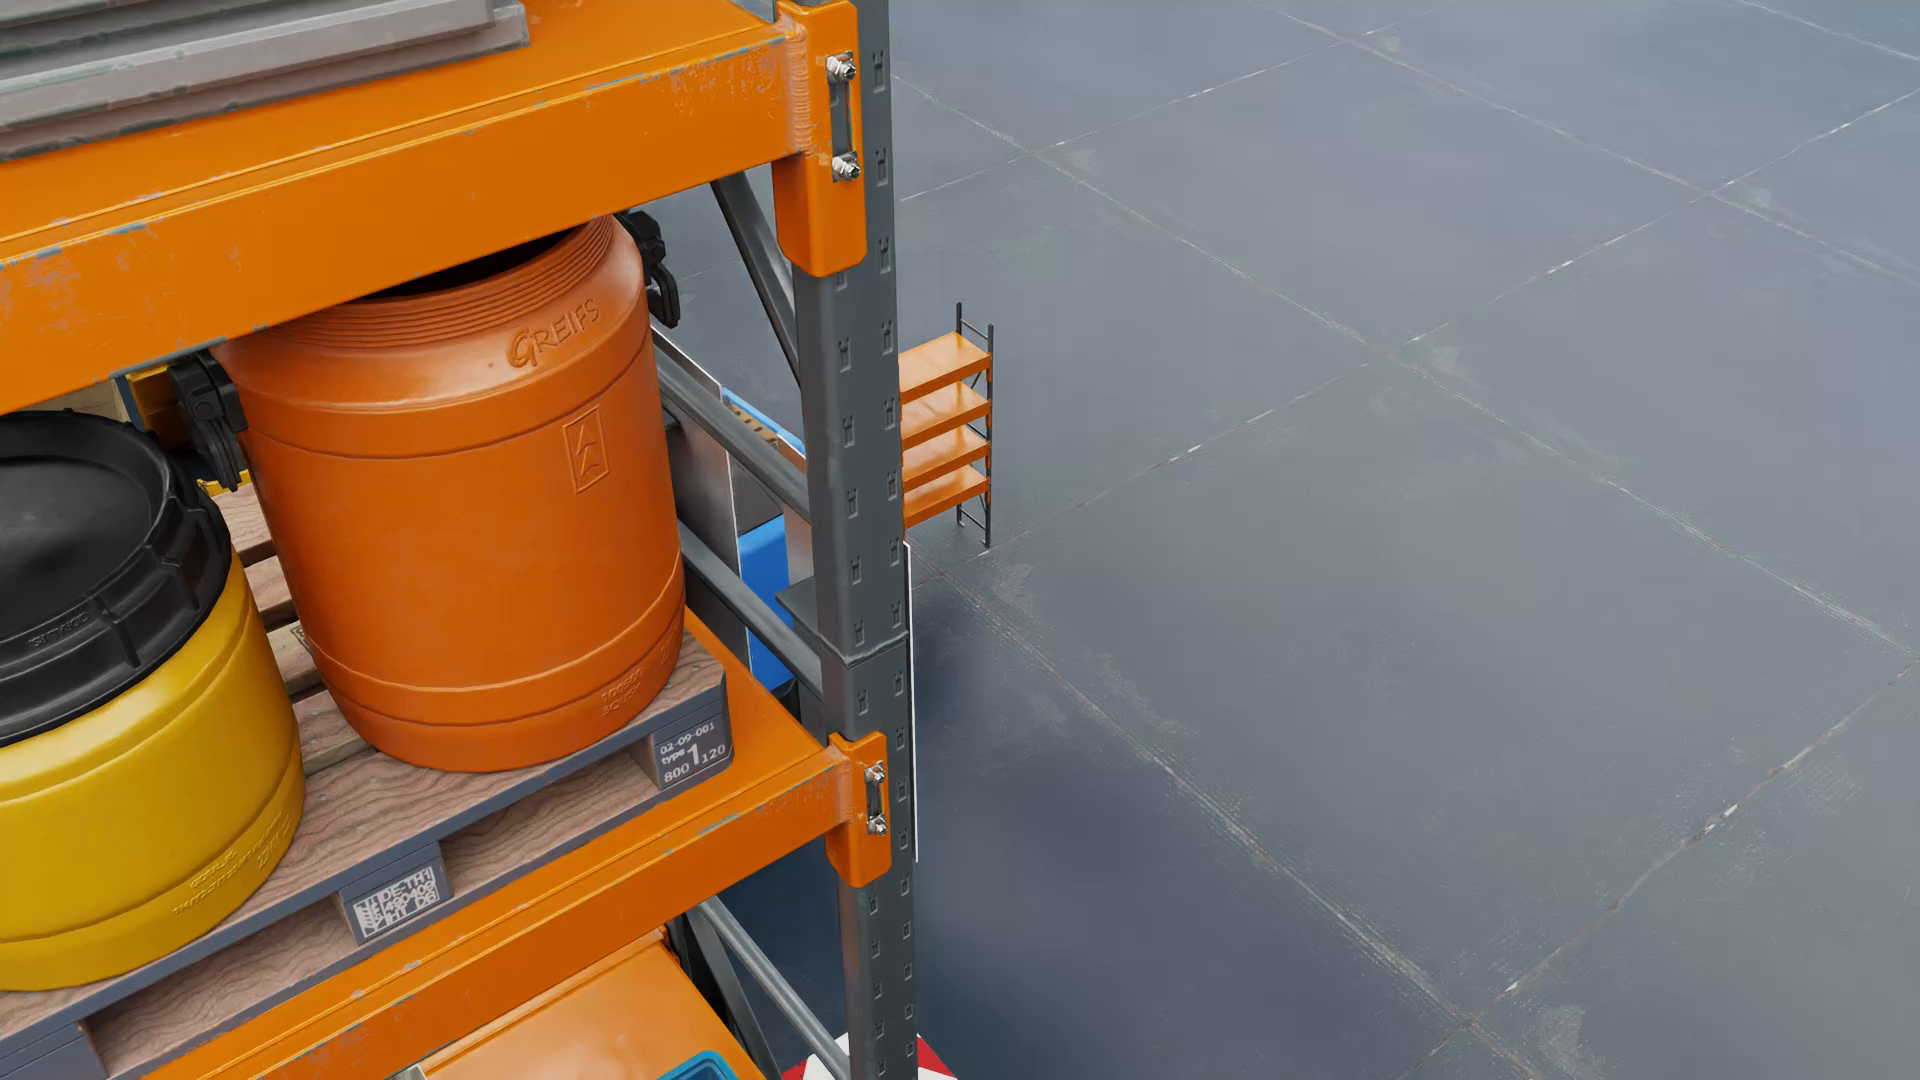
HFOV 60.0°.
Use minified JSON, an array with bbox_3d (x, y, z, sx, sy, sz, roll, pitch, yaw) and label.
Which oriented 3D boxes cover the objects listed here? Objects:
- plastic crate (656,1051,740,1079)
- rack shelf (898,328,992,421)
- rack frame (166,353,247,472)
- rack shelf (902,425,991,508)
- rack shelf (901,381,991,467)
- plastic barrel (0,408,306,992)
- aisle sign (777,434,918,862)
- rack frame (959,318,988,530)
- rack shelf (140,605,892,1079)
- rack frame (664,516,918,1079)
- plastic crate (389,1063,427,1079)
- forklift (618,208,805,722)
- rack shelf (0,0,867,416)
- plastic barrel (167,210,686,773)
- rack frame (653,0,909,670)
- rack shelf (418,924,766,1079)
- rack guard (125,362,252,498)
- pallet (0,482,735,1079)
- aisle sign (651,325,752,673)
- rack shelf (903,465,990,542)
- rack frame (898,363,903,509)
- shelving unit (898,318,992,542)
[{"bbox_3d":[-0.655,1.501,3.672,0.616,0.251,0.499,-26,46,-28],"label":"plastic crate"},{"bbox_3d":[-0.131,-0.704,7.042,0.480,0.148,0.258,-26,46,-28],"label":"rack shelf"},{"bbox_3d":[-3.459,-1.391,7.080,0.127,3.000,1.000,-26,46,-28],"label":"rack frame"},{"bbox_3d":[-0.131,-0.348,7.334,0.480,0.148,0.258,-26,46,-28],"label":"rack shelf"},{"bbox_3d":[-0.131,-0.521,7.192,0.480,0.148,0.258,-26,46,-28],"label":"rack shelf"},{"bbox_3d":[-1.267,0.210,2.285,0.600,0.588,0.600,0,39,0],"label":"plastic barrel"},{"bbox_3d":[-0.203,0.216,3.071,0.004,0.787,0.394,-26,46,-28],"label":"aisle sign"},{"bbox_3d":[0.062,-0.495,7.407,0.006,1.046,0.228,-26,46,-28],"label":"rack frame"},{"bbox_3d":[-2.027,0.991,2.379,4.000,0.370,1.077,-26,46,-28],"label":"rack shelf"},{"bbox_3d":[-0.441,1.100,4.044,0.127,3.000,1.000,-26,46,-28],"label":"rack frame"},{"bbox_3d":[-1.346,1.386,3.903,0.250,0.136,0.298,-26,46,-28],"label":"plastic crate"},{"bbox_3d":[-9.071,-3.582,9.806,6.386,2.935,18.991,-30,48,-31],"label":"forklift"},{"bbox_3d":[-2.027,-0.014,1.554,4.000,0.370,1.077,-26,46,-28],"label":"rack shelf"},{"bbox_3d":[-0.749,-0.136,2.517,0.708,0.830,0.600,-26,46,-28],"label":"plastic barrel"},{"bbox_3d":[-0.441,-1.219,2.141,0.127,3.000,1.000,-26,46,-28],"label":"rack frame"},{"bbox_3d":[-2.027,2.151,3.330,4.000,0.370,1.077,-26,46,-28],"label":"rack shelf"},{"bbox_3d":[-3.519,-0.395,7.837,0.348,0.500,1.175,-26,46,-28],"label":"rack guard"},{"bbox_3d":[-1.156,0.284,2.823,1.213,0.211,1.003,-26,46,-28],"label":"pallet"},{"bbox_3d":[-0.562,-0.080,3.433,0.004,0.787,0.394,-26,46,-28],"label":"aisle sign"},{"bbox_3d":[-0.131,-0.194,7.460,0.480,0.148,0.258,-26,46,-28],"label":"rack shelf"},{"bbox_3d":[-0.325,-0.306,7.176,0.015,1.200,0.240,-26,46,-28],"label":"rack frame"},{"bbox_3d":[-0.133,-0.399,7.290,0.499,1.200,0.258,-26,46,-28],"label":"shelving unit"}]
